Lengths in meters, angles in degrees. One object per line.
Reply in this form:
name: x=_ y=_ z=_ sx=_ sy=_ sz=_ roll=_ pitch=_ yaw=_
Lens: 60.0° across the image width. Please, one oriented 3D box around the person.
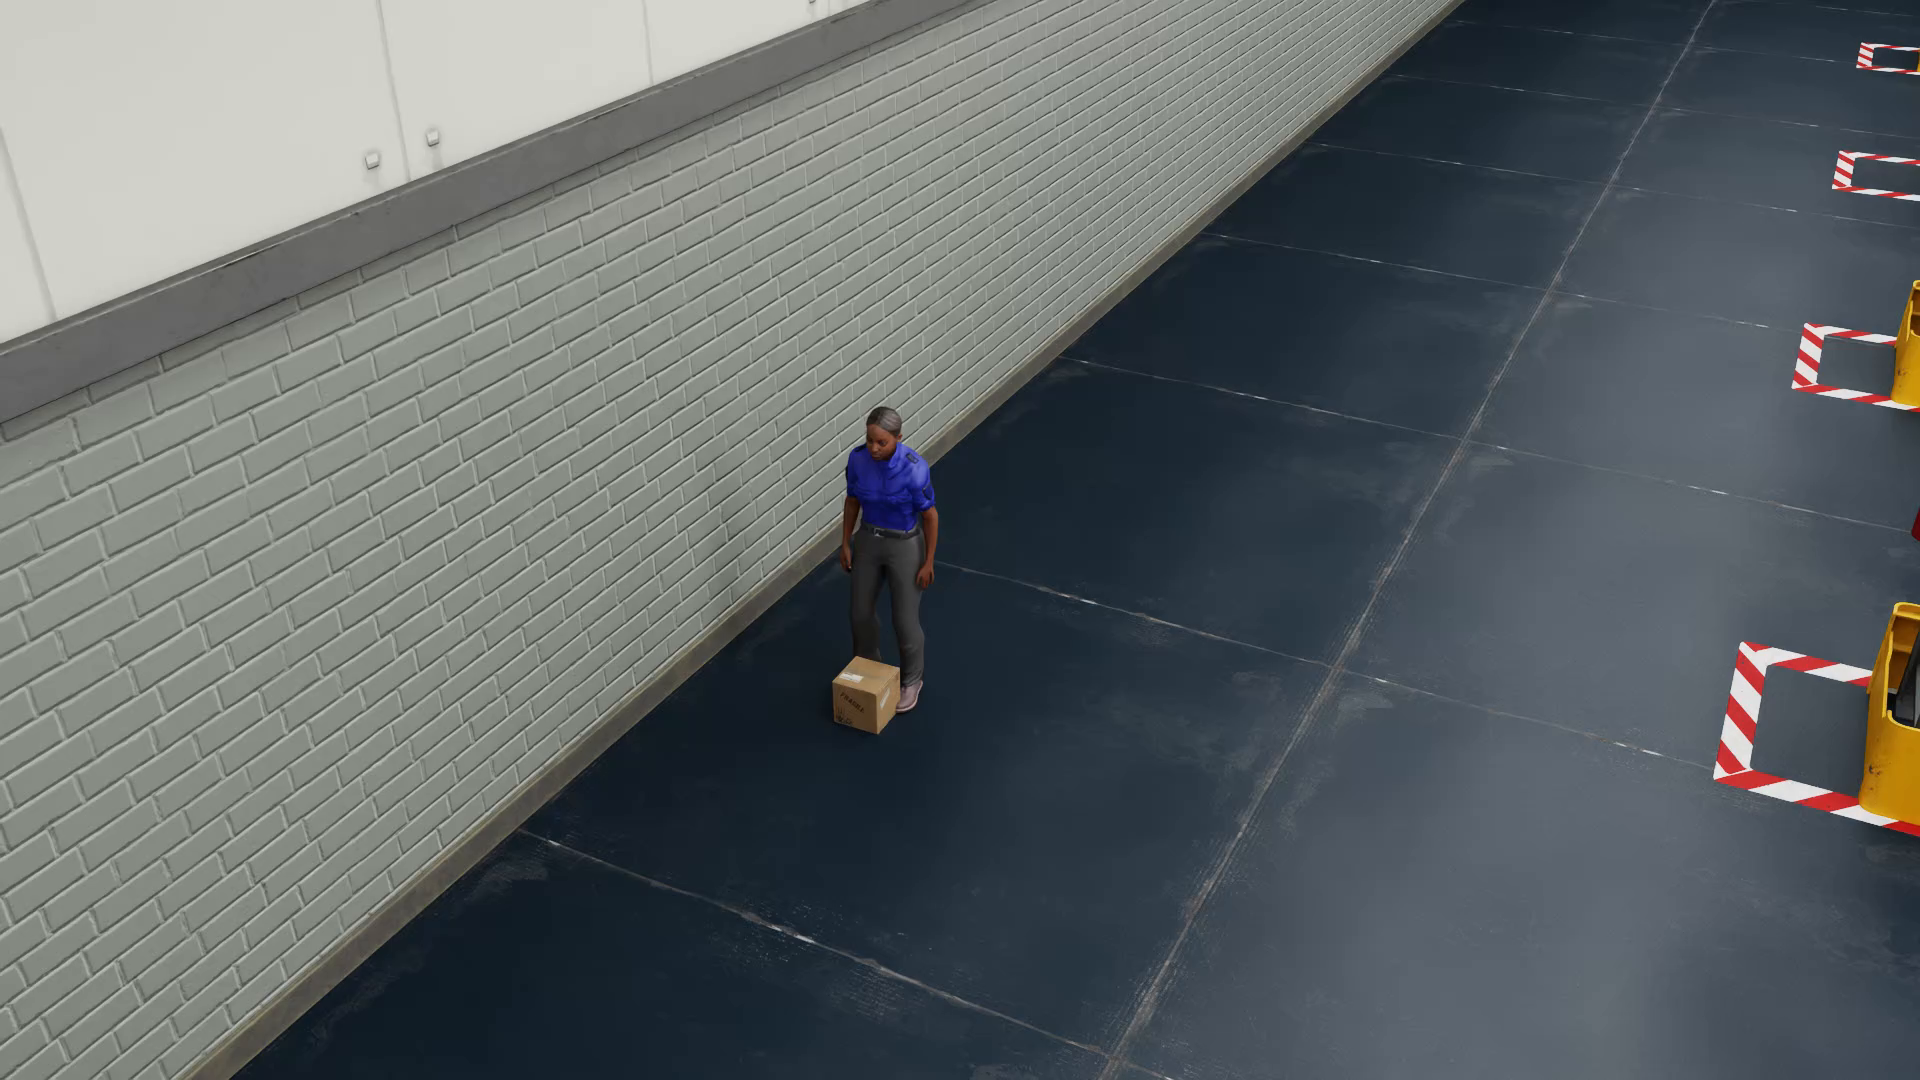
person: x=-0.365 y=0.066 z=8.176 sx=0.532 sy=1.655 sz=0.348 roll=13 pitch=33 yaw=21
